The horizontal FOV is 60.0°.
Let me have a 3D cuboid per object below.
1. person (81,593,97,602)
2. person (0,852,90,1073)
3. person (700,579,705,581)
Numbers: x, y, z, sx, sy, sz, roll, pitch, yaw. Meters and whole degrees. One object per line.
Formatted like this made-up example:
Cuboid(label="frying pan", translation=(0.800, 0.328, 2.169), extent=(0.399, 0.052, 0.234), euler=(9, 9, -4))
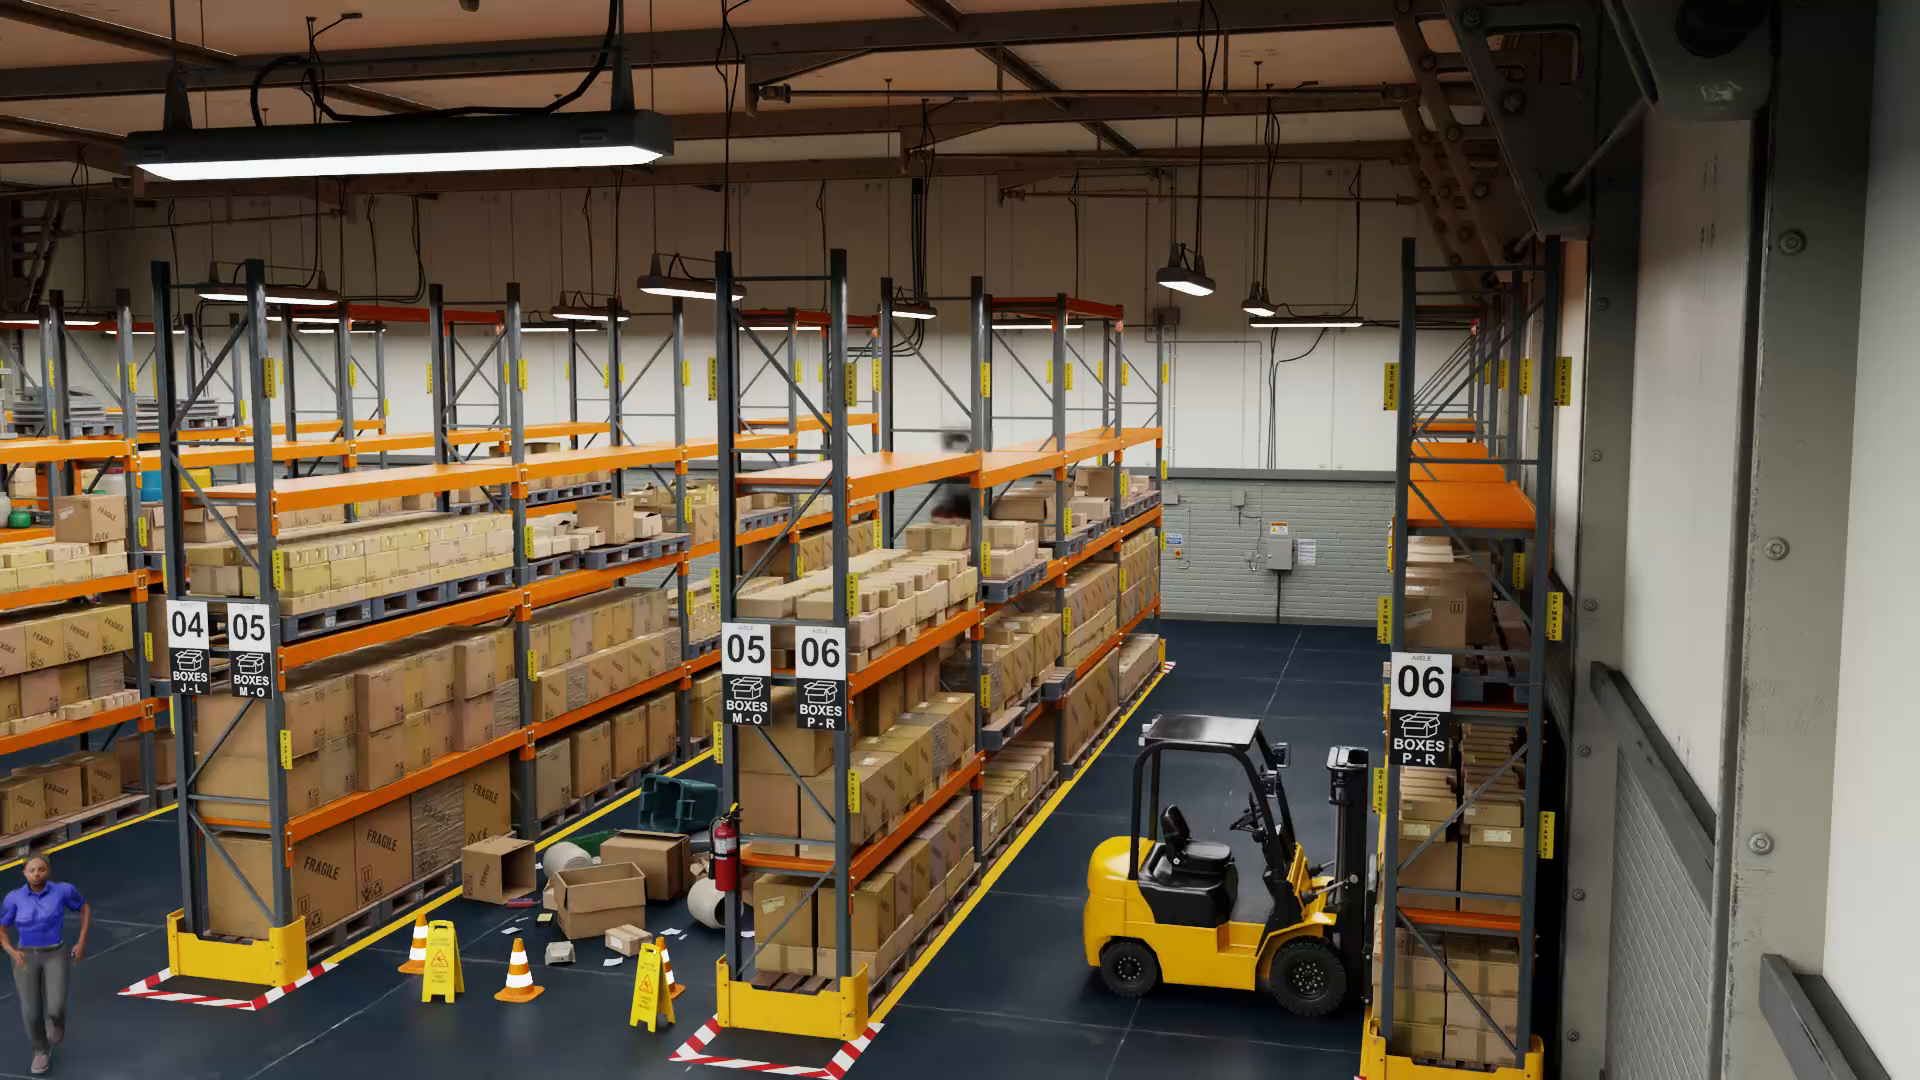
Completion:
Cuboid(label="person", translation=(-15.142, 1.246, 28.838), extent=(0.634, 1.809, 0.722), euler=(0, 6, 1))
Cuboid(label="person", translation=(-6.729, 3.087, 12.228), extent=(0.619, 1.618, 0.596), euler=(-3, 7, -28))
Cuboid(label="person", translation=(-4.166, 1.434, 27.863), extent=(0.678, 1.602, 0.796), euler=(2, 6, 21))
